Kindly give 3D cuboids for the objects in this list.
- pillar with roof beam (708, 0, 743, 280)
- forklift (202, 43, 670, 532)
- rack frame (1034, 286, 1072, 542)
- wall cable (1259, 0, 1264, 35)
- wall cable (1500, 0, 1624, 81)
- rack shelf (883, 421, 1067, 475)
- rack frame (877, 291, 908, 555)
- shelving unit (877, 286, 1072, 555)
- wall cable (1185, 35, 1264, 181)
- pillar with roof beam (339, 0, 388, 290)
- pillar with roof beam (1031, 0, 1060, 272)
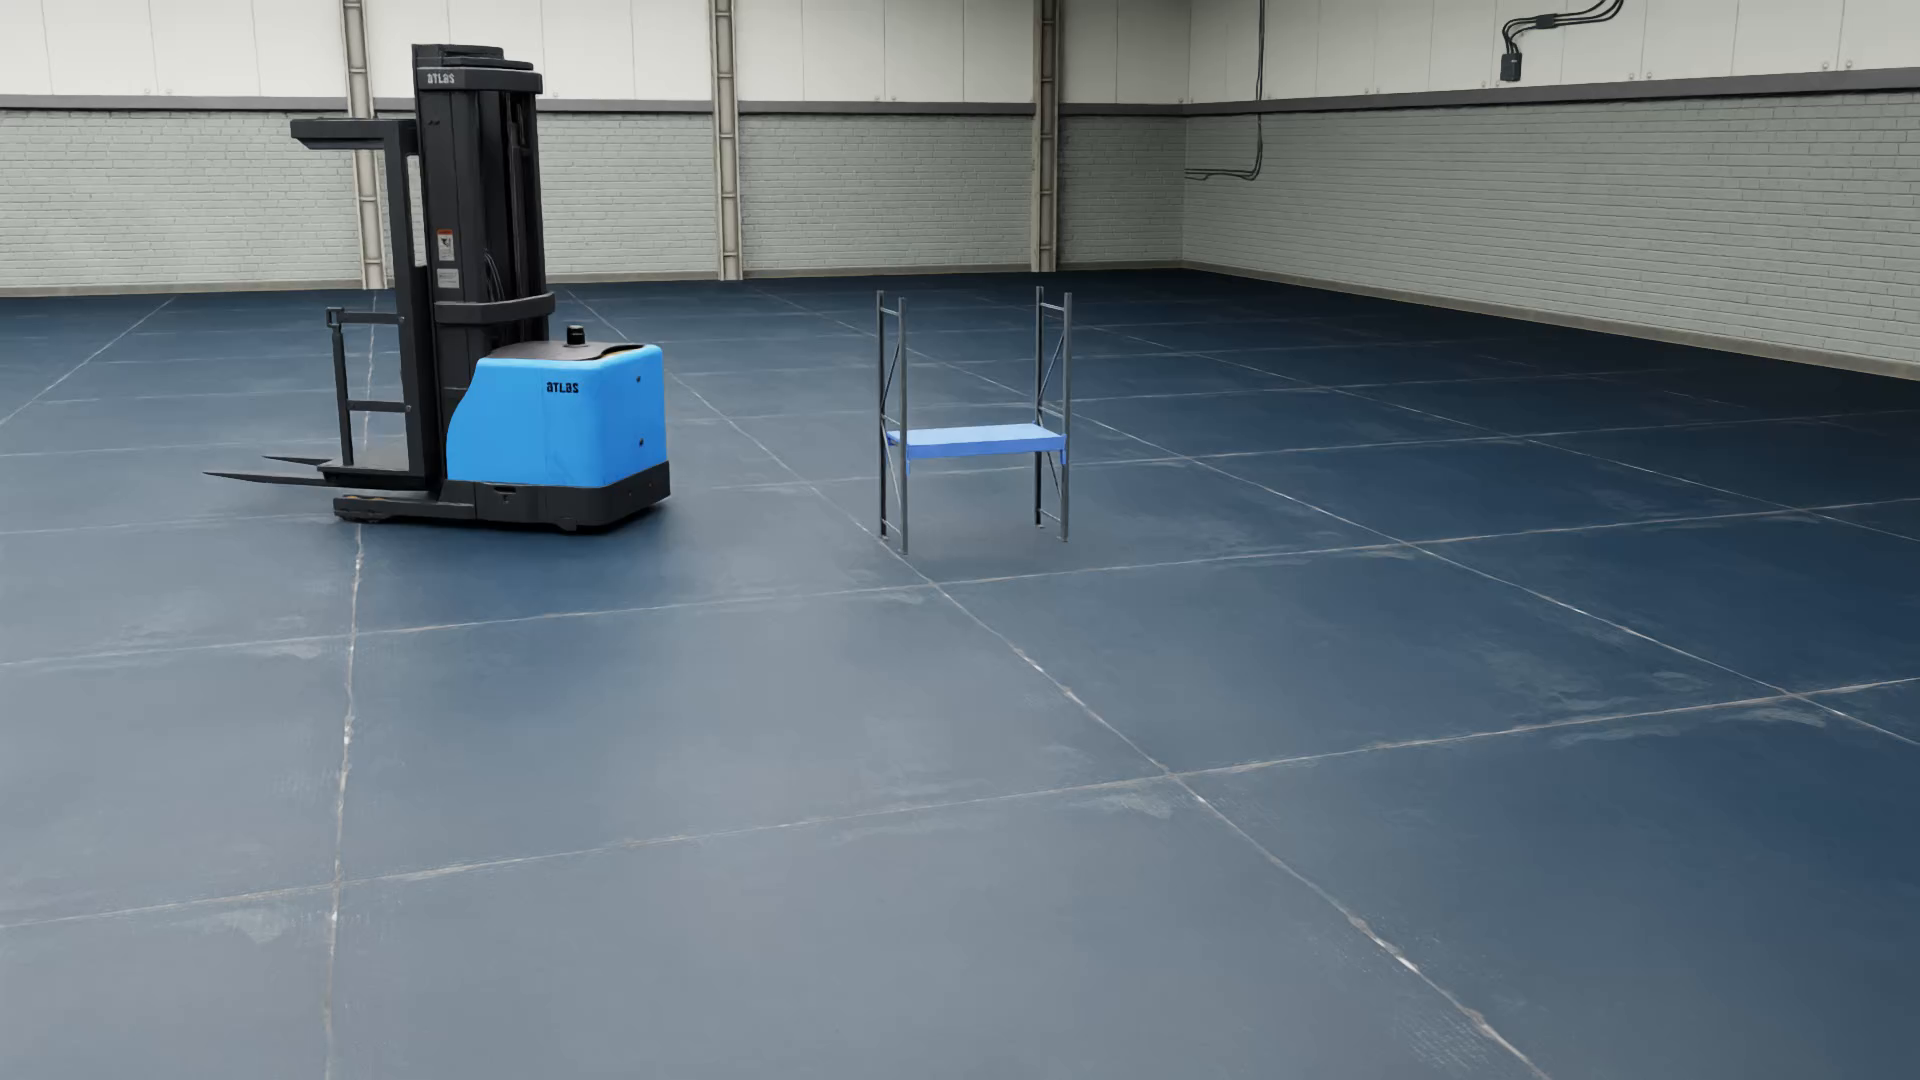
[{"bbox_3d":[-2.731,-8.088,24.700,0.400,9.000,9.100,-4,14,-18],"label":"pillar with roof beam"},{"bbox_3d":[-3.506,-1.644,10.722,3.031,2.935,1.130,4,14,15],"label":"forklift"},{"bbox_3d":[0.563,-0.773,10.153,0.032,1.500,0.500,-4,14,-18],"label":"rack frame"},{"bbox_3d":[5.659,-9.756,27.507,0.112,2.526,3.097,-4,14,-18],"label":"wall cable"},{"bbox_3d":[7.809,-8.974,21.075,0.169,6.003,2.305,-4,14,-18],"label":"wall cable"},{"bbox_3d":[0.081,-0.561,10.037,1.000,0.185,0.538,-4,14,-18],"label":"rack shelf"},{"bbox_3d":[-0.401,-0.698,9.838,0.032,1.500,0.500,-4,14,-18],"label":"rack frame"},{"bbox_3d":[0.081,-0.736,9.996,1.048,1.500,0.538,-4,14,-18],"label":"shelving unit"},{"bbox_3d":[4.796,-7.892,30.586,0.112,2.526,3.097,-4,14,-18],"label":"wall cable"},{"bbox_3d":[-8.418,-7.645,22.839,0.400,9.000,9.100,-4,14,-18],"label":"pillar with roof beam"},{"bbox_3d":[2.956,-8.531,26.562,0.400,9.000,9.100,-4,14,-18],"label":"pillar with roof beam"}]
